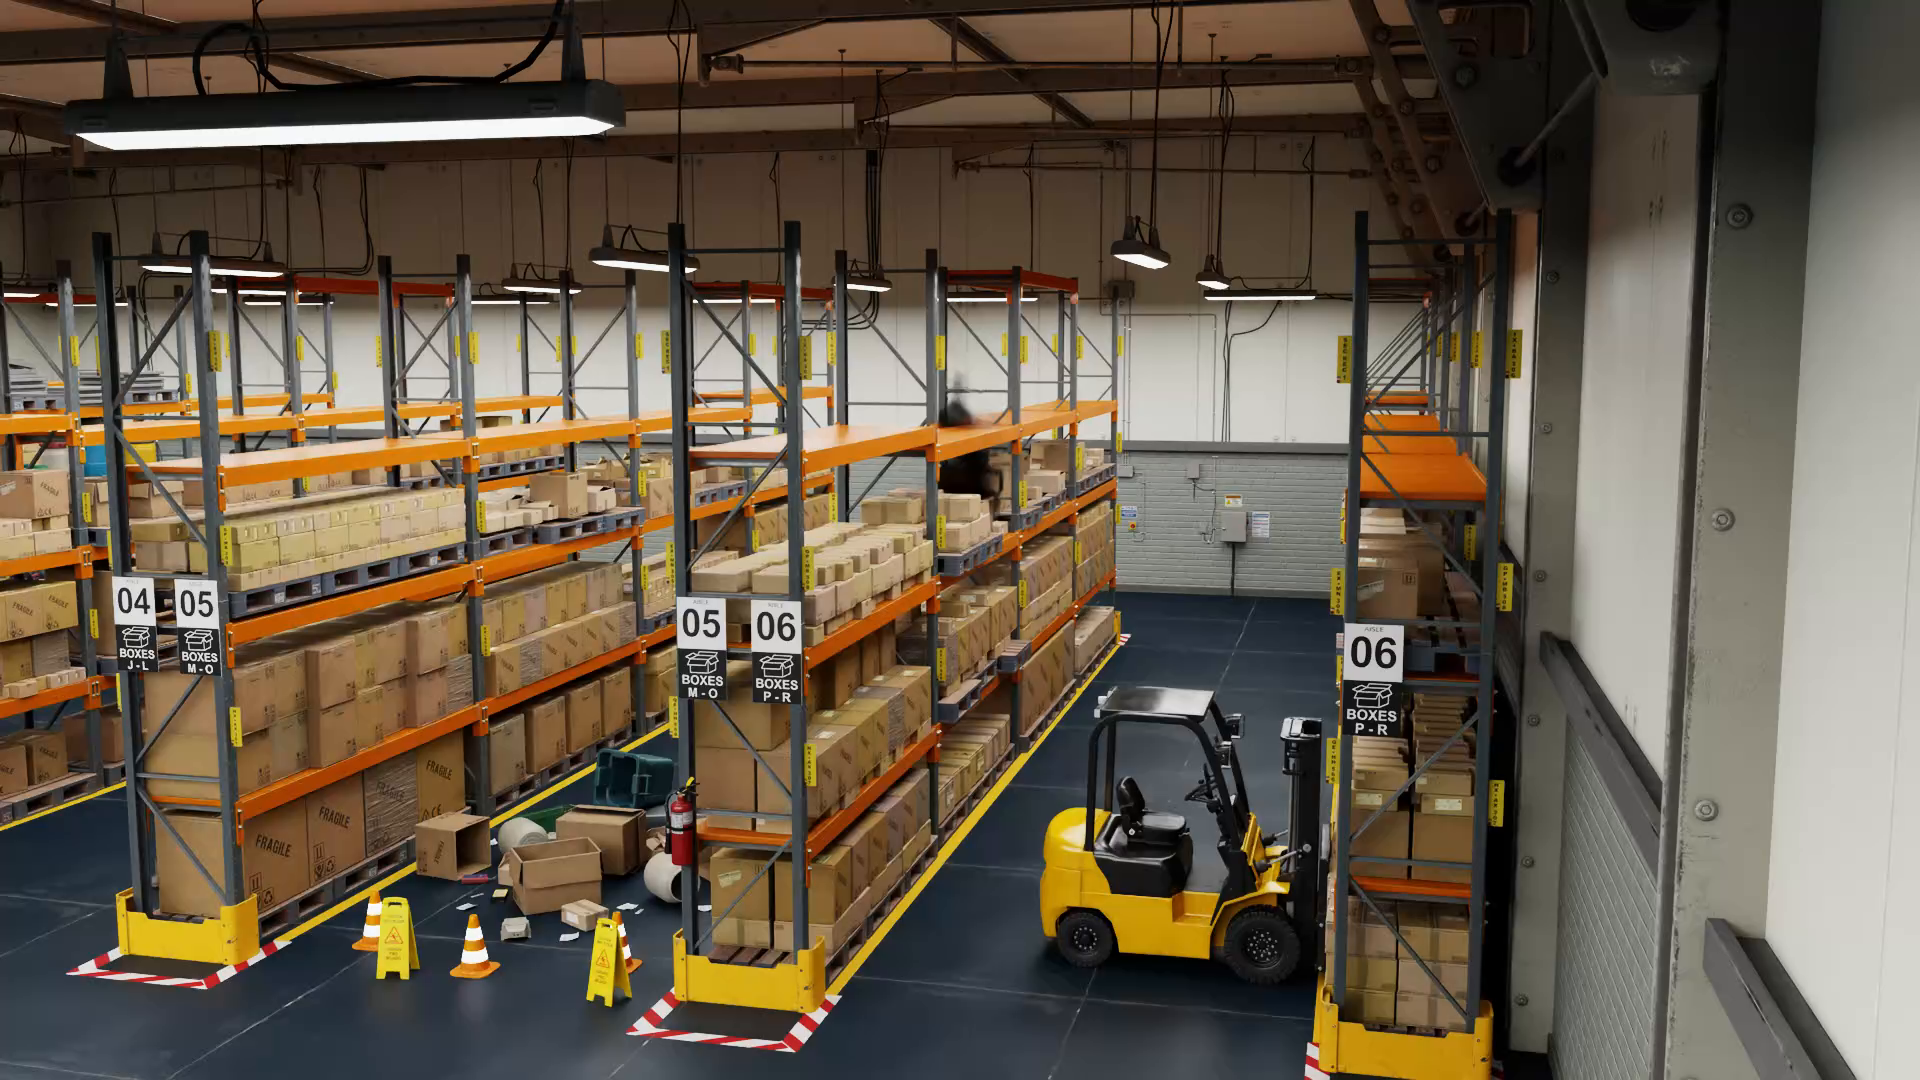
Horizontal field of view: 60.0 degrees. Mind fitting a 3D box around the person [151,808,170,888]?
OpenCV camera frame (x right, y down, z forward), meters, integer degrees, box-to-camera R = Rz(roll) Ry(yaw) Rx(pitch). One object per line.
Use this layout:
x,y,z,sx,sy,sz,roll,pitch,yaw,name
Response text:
-7.553,2.380,15.968,0.678,1.693,0.992,1,7,11,person
